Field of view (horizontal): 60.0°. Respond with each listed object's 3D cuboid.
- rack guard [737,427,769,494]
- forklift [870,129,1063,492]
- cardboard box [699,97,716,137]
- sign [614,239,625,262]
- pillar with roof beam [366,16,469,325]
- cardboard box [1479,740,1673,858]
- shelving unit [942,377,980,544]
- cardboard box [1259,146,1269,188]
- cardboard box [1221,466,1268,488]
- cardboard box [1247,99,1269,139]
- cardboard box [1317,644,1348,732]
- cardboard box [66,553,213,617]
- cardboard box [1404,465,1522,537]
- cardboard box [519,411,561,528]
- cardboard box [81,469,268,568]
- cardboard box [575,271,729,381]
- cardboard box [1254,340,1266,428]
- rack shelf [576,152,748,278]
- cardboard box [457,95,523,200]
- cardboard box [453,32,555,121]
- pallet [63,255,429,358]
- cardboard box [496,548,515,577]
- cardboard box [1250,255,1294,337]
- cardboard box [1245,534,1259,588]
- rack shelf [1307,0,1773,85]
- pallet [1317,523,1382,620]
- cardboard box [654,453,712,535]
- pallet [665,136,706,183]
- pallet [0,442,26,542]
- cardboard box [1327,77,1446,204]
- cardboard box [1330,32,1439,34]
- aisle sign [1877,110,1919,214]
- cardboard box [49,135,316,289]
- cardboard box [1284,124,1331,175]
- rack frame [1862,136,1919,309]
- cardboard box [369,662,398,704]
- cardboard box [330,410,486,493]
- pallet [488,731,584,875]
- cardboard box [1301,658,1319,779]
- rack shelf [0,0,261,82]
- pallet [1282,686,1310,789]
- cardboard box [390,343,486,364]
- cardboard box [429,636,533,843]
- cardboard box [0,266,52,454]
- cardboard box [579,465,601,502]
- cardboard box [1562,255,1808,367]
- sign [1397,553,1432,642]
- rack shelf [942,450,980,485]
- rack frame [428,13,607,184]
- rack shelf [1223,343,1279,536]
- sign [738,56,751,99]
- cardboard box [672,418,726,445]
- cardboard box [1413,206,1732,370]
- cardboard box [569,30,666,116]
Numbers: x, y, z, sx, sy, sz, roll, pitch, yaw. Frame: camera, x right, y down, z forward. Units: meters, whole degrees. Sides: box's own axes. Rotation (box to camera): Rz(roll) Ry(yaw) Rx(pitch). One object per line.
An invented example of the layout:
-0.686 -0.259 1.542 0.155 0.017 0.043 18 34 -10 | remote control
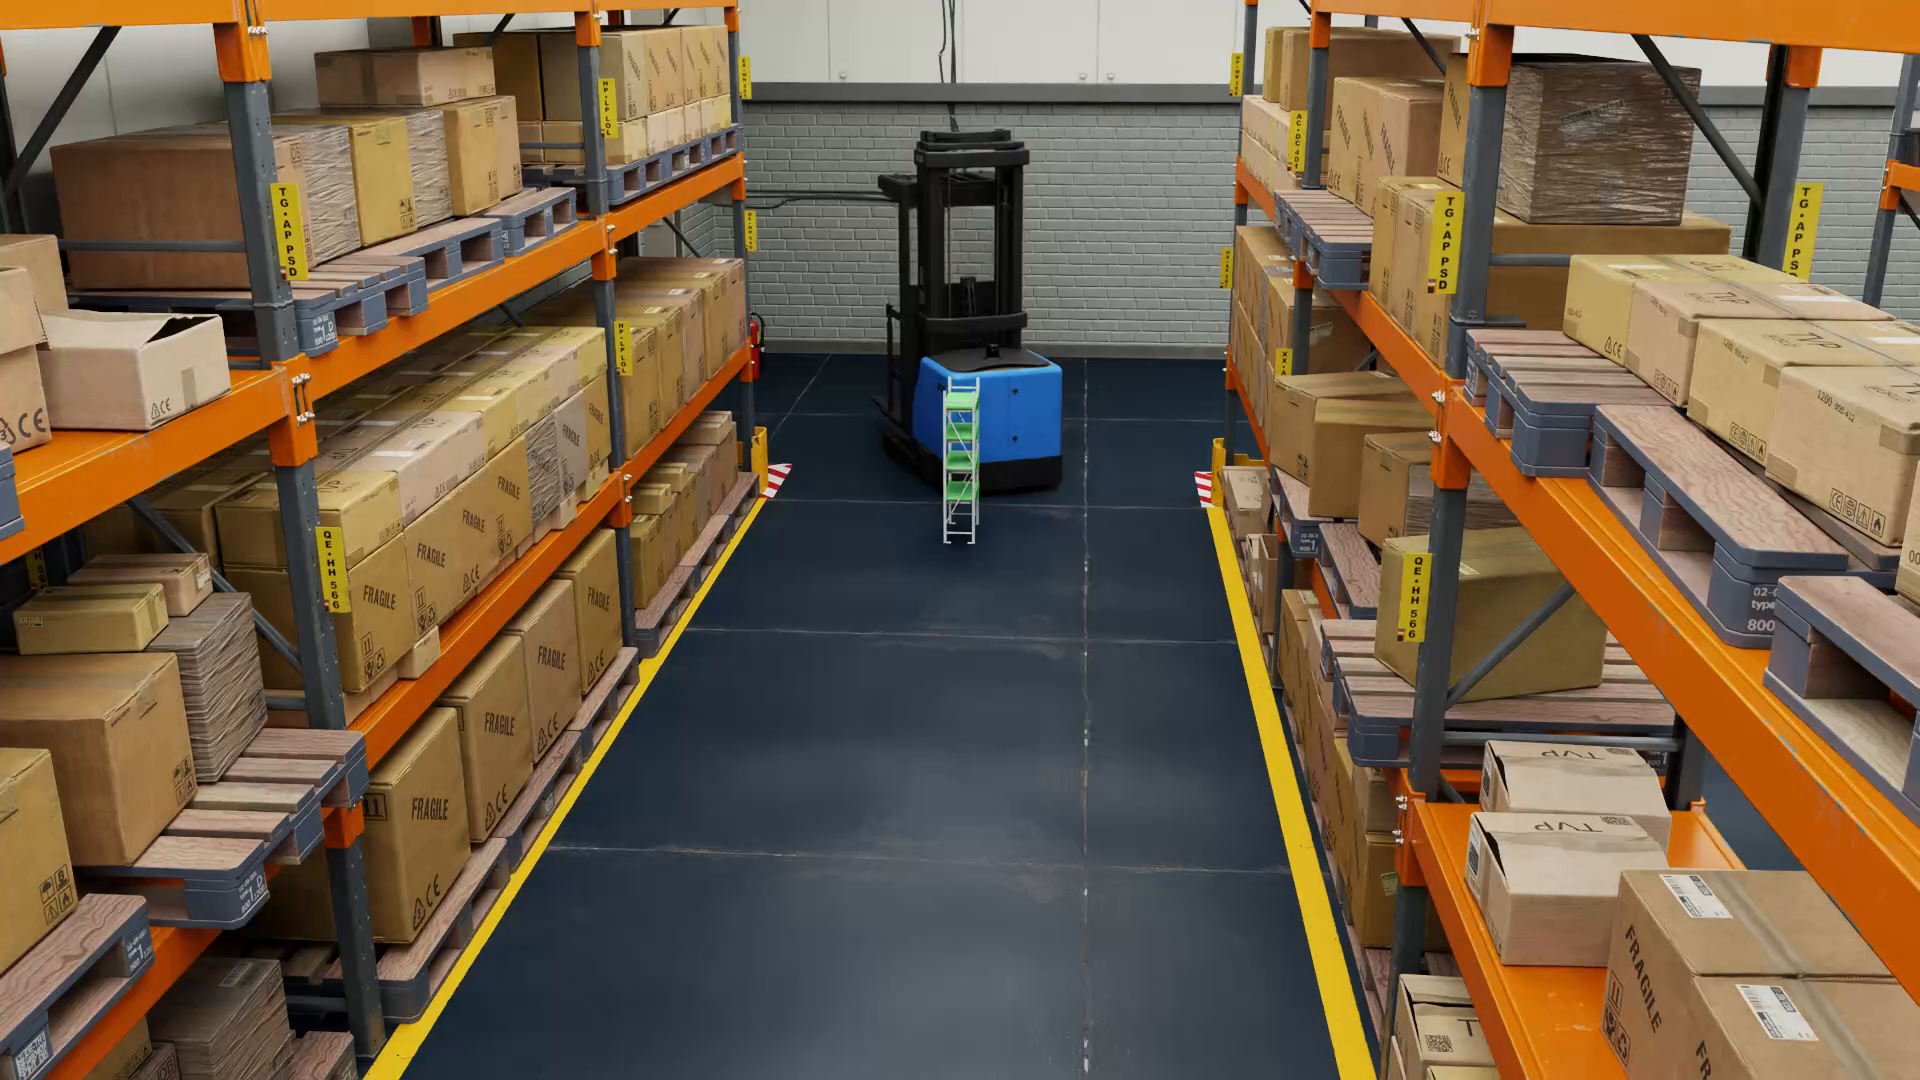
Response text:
-2.247 -0.691 14.229 1.175 0.500 0.348 1 18 4 | rack guard
-0.085 -2.206 14.949 1.130 2.935 3.031 -6 19 -18 | forklift
-2.072 -3.078 12.087 0.500 0.250 0.500 1 18 2 | cardboard box
-2.801 -2.335 13.714 0.100 0.325 0.005 1 18 4 | sign
0.946 -3.621 9.521 9.100 9.000 0.400 1 18 4 | pillar with roof beam
2.050 0.877 5.573 0.500 0.311 0.500 2 18 7 | cardboard box
0.012 -0.622 12.893 0.258 1.200 0.503 1 18 4 | shelving unit
2.290 -2.497 11.149 0.500 0.250 0.500 1 18 4 | cardboard box
2.320 -0.494 13.485 0.380 0.149 0.250 1 18 4 | cardboard box
2.353 -3.045 12.019 0.500 0.250 0.500 1 18 4 | cardboard box
2.021 0.714 8.031 0.500 0.250 0.500 1 18 3 | cardboard box
-2.817 0.156 5.720 0.380 0.149 0.250 -1 18 -3 | cardboard box
2.308 -0.002 7.278 0.700 0.500 0.500 5 19 14 | cardboard box
-2.388 -0.364 8.546 0.500 0.500 0.500 1 18 4 | cardboard box
-3.048 -0.088 6.500 0.500 0.250 0.500 2 18 5 | cardboard box
-2.316 -1.629 12.596 0.980 0.700 0.700 1 18 3 | cardboard box
2.256 -1.048 11.144 0.500 0.500 0.500 2 18 5 | cardboard box
-2.392 -2.334 11.567 1.077 0.370 4.000 1 18 4 | rack shelf
-2.708 -2.040 8.648 0.700 0.500 0.500 0 18 1 | cardboard box
-2.718 -2.809 10.062 0.500 0.500 0.500 1 18 3 | cardboard box
-2.829 -0.924 6.411 1.213 0.211 1.003 2 18 6 | pallet
-2.442 0.068 8.270 0.380 0.149 0.250 2 18 6 | cardboard box
2.292 -1.677 11.458 0.500 0.500 0.500 1 18 3 | cardboard box
2.218 0.133 11.312 0.500 0.311 0.500 1 18 4 | cardboard box
2.263 -2.218 7.036 1.077 0.370 4.000 1 18 4 | rack shelf
2.254 0.210 7.774 1.003 0.211 1.213 1 18 4 | pallet
-2.270 -0.352 12.520 0.700 0.500 0.500 1 18 2 | cardboard box
-2.376 -2.644 11.501 1.003 0.211 1.213 1 18 4 | pallet
-2.887 0.008 3.567 1.213 0.211 1.003 1 18 4 | pallet
2.296 -2.085 8.656 0.600 0.600 0.600 0 18 -1 | cardboard box
2.610 -2.927 10.456 0.700 0.500 0.500 1 18 4 | cardboard box
7.342 -2.915 12.826 0.394 0.787 0.004 1 18 4 | aisle sign
-2.845 -1.218 6.138 0.700 0.500 0.500 0 18 0 | cardboard box
2.170 -2.269 9.650 0.500 0.250 0.500 1 18 4 | cardboard box
7.633 -1.650 13.142 1.000 3.000 0.127 1 18 4 | rack frame
-2.540 0.548 6.805 0.380 0.149 0.250 2 18 5 | cardboard box
-2.462 -0.399 7.449 0.500 0.250 0.500 1 18 4 | cardboard box
-2.600 1.317 8.564 1.003 0.211 1.213 1 18 4 | pallet
2.058 0.925 8.591 0.500 0.500 0.500 2 18 5 | cardboard box
-2.965 -1.085 3.579 1.077 0.370 4.000 1 18 4 | rack shelf
2.385 1.059 9.353 1.003 0.211 1.213 1 18 4 | pallet
-2.859 -0.884 8.930 0.500 0.250 0.500 1 18 5 | cardboard box
-2.569 0.938 8.022 0.750 0.750 0.750 1 18 4 | cardboard box
-3.007 -0.470 4.526 0.797 0.503 0.637 4 19 12 | cardboard box
-2.271 -0.329 9.481 0.380 0.149 0.250 2 18 5 | cardboard box
2.143 -0.689 4.958 0.500 0.250 0.500 0 18 0 | cardboard box
1.577 0.201 5.761 0.100 0.325 0.005 1 18 4 | sign
0.012 -0.561 12.913 0.258 0.148 0.480 1 18 4 | rack shelf
-2.535 -3.480 9.092 1.000 3.000 0.127 1 18 4 | rack frame
2.549 -0.799 11.700 1.077 0.370 4.000 1 18 4 | rack shelf
-1.708 -3.664 13.175 0.100 0.325 0.005 1 18 4 | sign
-2.044 -0.848 12.993 0.380 0.149 0.250 2 18 5 | cardboard box
2.117 -0.887 5.834 0.910 0.500 0.500 1 18 4 | cardboard box
-2.174 -2.962 10.529 0.500 0.500 0.500 1 18 3 | cardboard box
